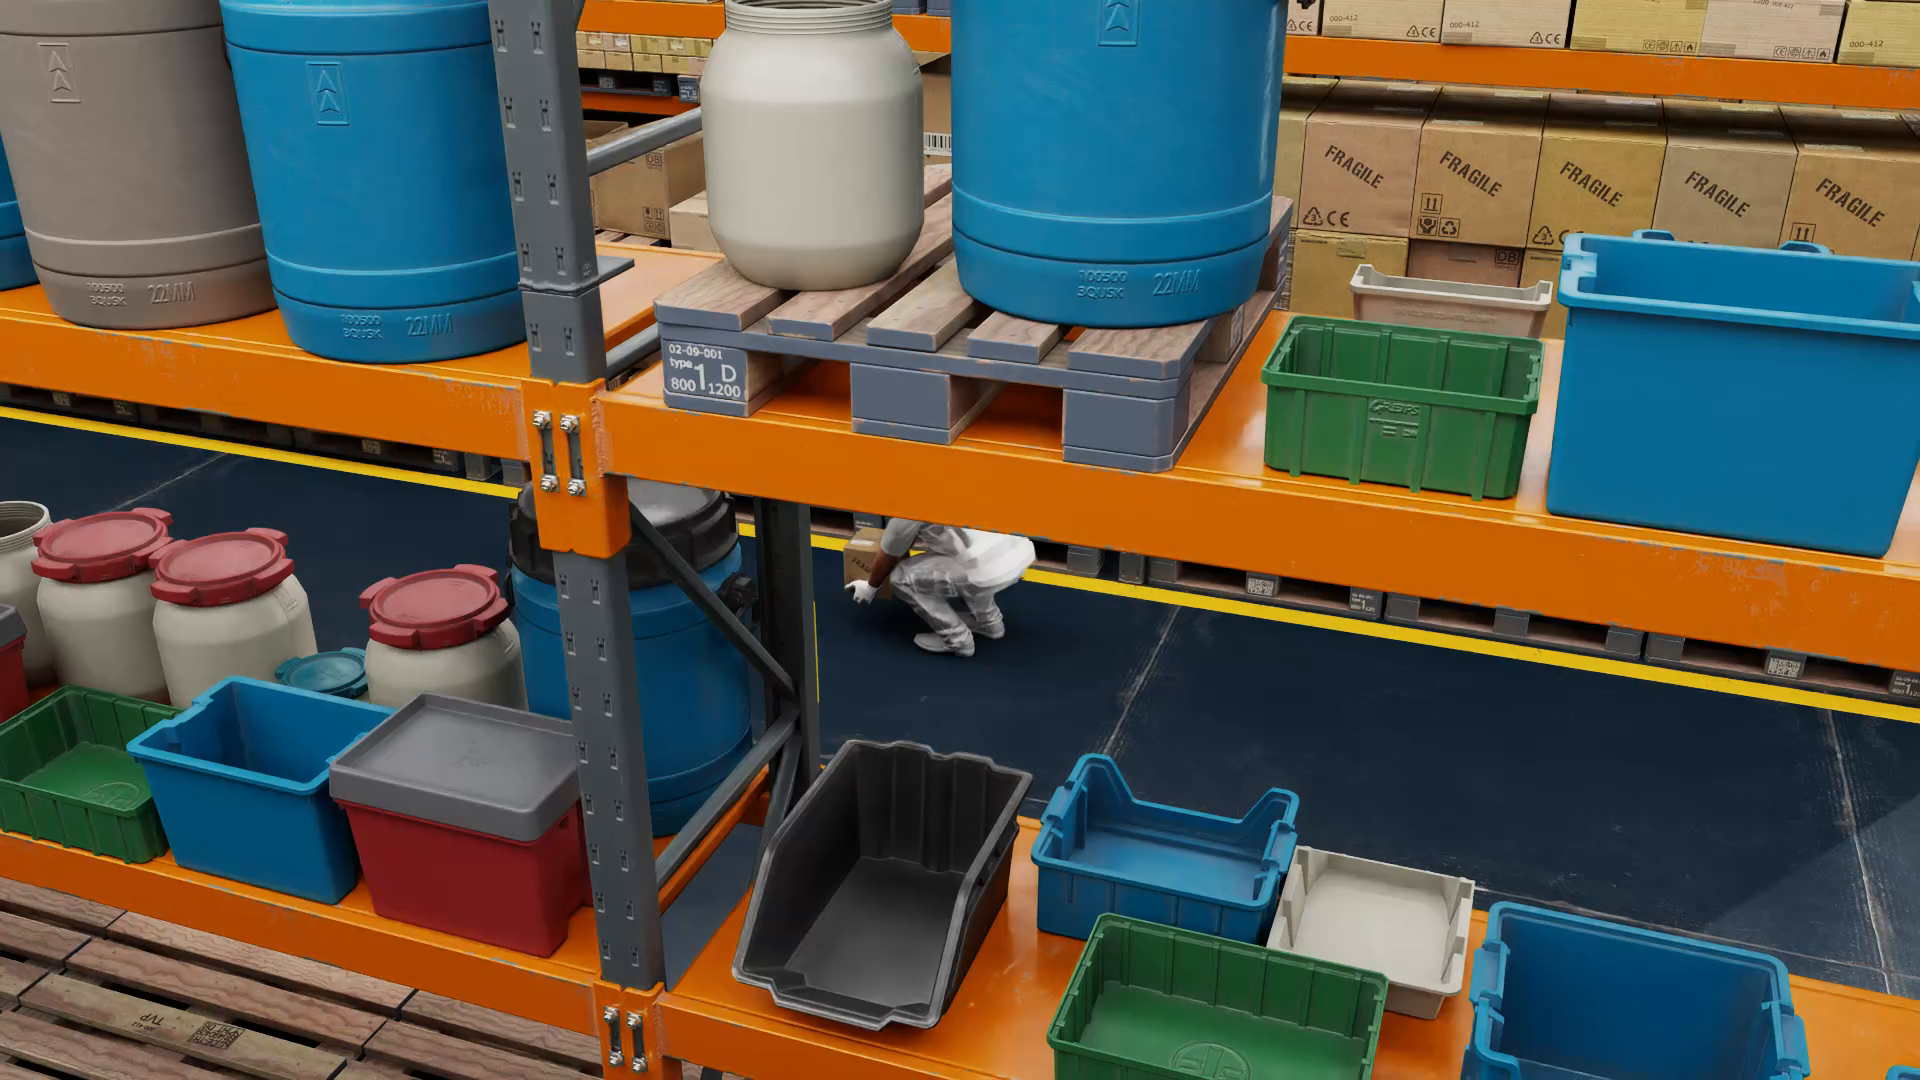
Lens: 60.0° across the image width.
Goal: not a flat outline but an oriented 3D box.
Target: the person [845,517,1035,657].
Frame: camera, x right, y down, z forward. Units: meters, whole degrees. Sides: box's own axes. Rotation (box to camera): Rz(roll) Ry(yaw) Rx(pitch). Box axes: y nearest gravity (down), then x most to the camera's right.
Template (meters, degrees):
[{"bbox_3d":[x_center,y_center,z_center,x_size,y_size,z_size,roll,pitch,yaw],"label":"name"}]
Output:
[{"bbox_3d":[-0.117,0.029,7.943,0.923,1.004,0.559,12,28,23],"label":"person"}]
